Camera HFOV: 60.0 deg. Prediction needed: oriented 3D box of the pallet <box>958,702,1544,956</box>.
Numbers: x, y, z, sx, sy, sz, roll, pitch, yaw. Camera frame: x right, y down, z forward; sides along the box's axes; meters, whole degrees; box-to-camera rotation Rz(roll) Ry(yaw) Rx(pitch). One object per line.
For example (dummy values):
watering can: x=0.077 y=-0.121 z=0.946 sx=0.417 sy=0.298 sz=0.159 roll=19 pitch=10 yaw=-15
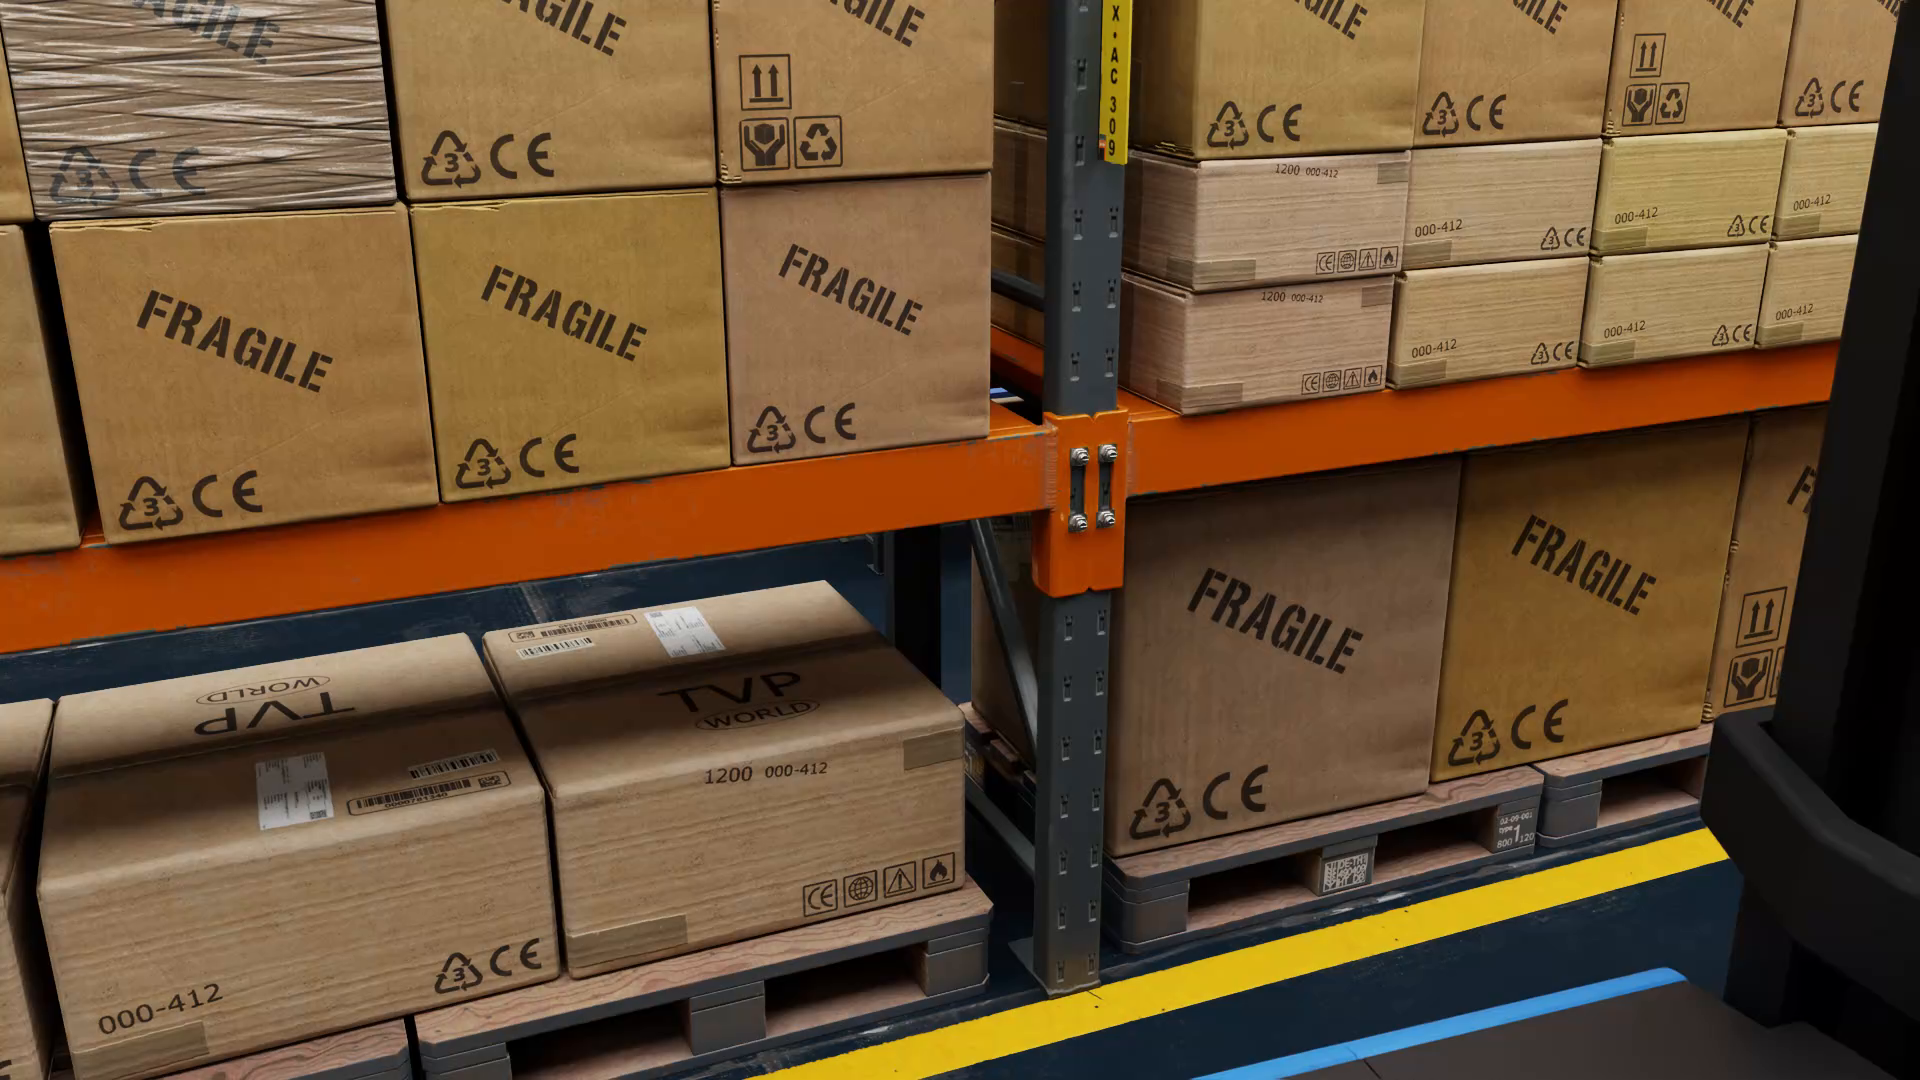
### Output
pallet: x=0.735 y=0.627 z=4.425 sx=1.213 sy=0.211 sz=1.003 roll=-8 pitch=21 yaw=-22

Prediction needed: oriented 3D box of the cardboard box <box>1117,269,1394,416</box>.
cardboard box: x=0.565 y=-0.471 z=3.569 sx=0.500 sy=0.250 sz=0.500 roll=-9 pitch=21 yaw=-23

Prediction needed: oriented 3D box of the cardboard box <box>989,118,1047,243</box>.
cardboard box: x=0.365 y=-0.861 z=3.925 sx=0.500 sy=0.250 sz=0.500 roll=-8 pitch=21 yaw=-22

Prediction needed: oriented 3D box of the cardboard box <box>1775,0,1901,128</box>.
cardboard box: x=1.964 y=-1.264 z=3.939 sx=0.500 sy=0.500 sz=0.500 roll=-9 pitch=21 yaw=-23

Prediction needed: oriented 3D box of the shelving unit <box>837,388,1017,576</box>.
shelving unit: x=0.078 y=-0.719 z=6.305 sx=1.048 sy=1.500 sz=0.538 roll=-8 pitch=21 yaw=-22

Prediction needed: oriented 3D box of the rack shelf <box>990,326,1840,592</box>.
rack shelf: x=1.893 y=-0.488 z=4.475 sx=4.000 sy=0.370 sz=1.077 roll=-8 pitch=21 yaw=-22

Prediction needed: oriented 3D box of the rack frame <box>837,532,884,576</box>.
rack frame: x=-0.388 y=-0.652 z=6.115 sx=0.032 sy=1.500 sz=0.500 roll=-8 pitch=21 yaw=-22

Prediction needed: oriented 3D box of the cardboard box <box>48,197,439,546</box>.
cardboard box: x=-1.194 y=-0.332 z=2.799 sx=0.500 sy=0.500 sz=0.500 roll=-8 pitch=21 yaw=-23

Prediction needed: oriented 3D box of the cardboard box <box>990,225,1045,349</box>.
cardboard box: x=0.368 y=-0.629 z=4.019 sx=0.500 sy=0.250 sz=0.500 roll=-9 pitch=21 yaw=-23

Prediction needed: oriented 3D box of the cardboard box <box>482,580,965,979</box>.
cardboard box: x=-0.563 y=0.496 z=3.822 sx=0.875 sy=0.438 sz=0.875 roll=-8 pitch=21 yaw=-23

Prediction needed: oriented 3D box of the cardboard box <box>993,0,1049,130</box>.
cardboard box: x=0.367 y=-1.218 z=3.810 sx=0.500 sy=0.500 sz=0.500 roll=-7 pitch=21 yaw=-20

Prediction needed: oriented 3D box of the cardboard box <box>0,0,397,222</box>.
cardboard box: x=-1.200 y=-0.803 z=2.629 sx=0.500 sy=0.500 sz=0.500 roll=-8 pitch=21 yaw=-21

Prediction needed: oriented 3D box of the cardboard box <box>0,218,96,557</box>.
cardboard box: x=-1.681 y=-0.268 z=2.617 sx=0.500 sy=0.500 sz=0.500 roll=-7 pitch=21 yaw=-20

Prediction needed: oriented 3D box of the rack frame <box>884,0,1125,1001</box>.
rack frame: x=0.056 y=-0.564 z=3.608 sx=0.127 sy=3.000 sz=1.000 roll=-8 pitch=21 yaw=-22

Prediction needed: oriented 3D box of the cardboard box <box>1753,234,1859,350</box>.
cardboard box: x=1.979 y=-0.665 z=4.120 sx=0.500 sy=0.250 sz=0.500 roll=-9 pitch=21 yaw=-23

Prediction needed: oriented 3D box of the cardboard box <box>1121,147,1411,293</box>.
cardboard box: x=0.572 y=-0.701 z=3.470 sx=0.500 sy=0.250 sz=0.500 roll=-9 pitch=21 yaw=-23

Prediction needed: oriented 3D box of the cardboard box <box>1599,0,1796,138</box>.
cardboard box: x=1.492 y=-1.194 z=3.740 sx=0.500 sy=0.500 sz=0.500 roll=-9 pitch=21 yaw=-23

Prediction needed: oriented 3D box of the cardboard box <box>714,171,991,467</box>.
cardboard box: x=-0.268 y=-0.472 z=3.197 sx=0.500 sy=0.500 sz=0.500 roll=-8 pitch=21 yaw=-21

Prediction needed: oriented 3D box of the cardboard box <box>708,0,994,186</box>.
cardboard box: x=-0.267 y=-0.937 z=3.010 sx=0.500 sy=0.500 sz=0.500 roll=-8 pitch=21 yaw=-22

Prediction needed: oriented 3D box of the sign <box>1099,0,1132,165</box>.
sign: x=0.278 y=-0.841 z=2.971 sx=0.005 sy=0.325 sz=0.100 roll=-8 pitch=21 yaw=-22

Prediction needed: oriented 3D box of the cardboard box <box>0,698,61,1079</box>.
cardboard box: x=-2.213 y=0.732 z=3.152 sx=0.875 sy=0.438 sz=0.875 roll=-8 pitch=21 yaw=-20

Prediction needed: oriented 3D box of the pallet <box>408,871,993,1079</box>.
pallet: x=-0.673 y=0.827 z=3.855 sx=1.213 sy=0.211 sz=1.003 roll=-8 pitch=21 yaw=-22

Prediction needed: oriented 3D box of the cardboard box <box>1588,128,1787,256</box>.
cardboard box: x=1.514 y=-0.837 z=3.855 sx=0.500 sy=0.250 sz=0.500 roll=-8 pitch=21 yaw=-21

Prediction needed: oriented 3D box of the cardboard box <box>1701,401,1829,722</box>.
cardboard box: x=2.241 y=-0.105 z=4.870 sx=0.875 sy=0.875 sz=0.875 roll=-8 pitch=21 yaw=-21

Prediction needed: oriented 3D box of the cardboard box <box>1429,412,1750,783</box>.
cardboard box: x=1.420 y=0.013 z=4.536 sx=0.875 sy=0.875 sz=0.875 roll=-8 pitch=21 yaw=-20

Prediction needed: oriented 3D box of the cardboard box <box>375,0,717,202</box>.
cardboard box: x=-0.737 y=-0.872 z=2.827 sx=0.500 sy=0.500 sz=0.500 roll=-8 pitch=21 yaw=-23

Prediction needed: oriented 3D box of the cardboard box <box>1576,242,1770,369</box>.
cardboard box: x=1.516 y=-0.602 z=3.941 sx=0.500 sy=0.250 sz=0.500 roll=-8 pitch=21 yaw=-22

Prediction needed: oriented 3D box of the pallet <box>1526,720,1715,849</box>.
pallet: x=1.857 y=0.465 z=4.884 sx=1.213 sy=0.211 sz=1.003 roll=-8 pitch=21 yaw=-22

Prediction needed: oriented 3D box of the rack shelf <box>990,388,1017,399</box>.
rack shelf: x=0.078 y=-0.549 z=6.365 sx=1.000 sy=0.185 sz=0.538 roll=-8 pitch=21 yaw=-22

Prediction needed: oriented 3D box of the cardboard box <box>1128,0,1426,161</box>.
cardboard box: x=0.574 y=-1.053 z=3.341 sx=0.500 sy=0.500 sz=0.500 roll=-8 pitch=21 yaw=-21

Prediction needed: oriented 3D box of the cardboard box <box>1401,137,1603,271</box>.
cardboard box: x=1.040 y=-0.778 z=3.689 sx=0.500 sy=0.250 sz=0.500 roll=-8 pitch=21 yaw=-21

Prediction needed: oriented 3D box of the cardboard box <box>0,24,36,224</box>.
cardboard box: x=-1.664 y=-0.739 z=2.449 sx=0.500 sy=0.500 sz=0.500 roll=-8 pitch=21 yaw=-22

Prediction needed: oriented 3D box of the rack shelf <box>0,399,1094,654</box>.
rack shelf: x=-1.780 y=0.038 z=2.980 sx=4.000 sy=0.370 sz=1.077 roll=-8 pitch=21 yaw=-22

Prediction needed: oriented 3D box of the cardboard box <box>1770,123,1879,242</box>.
cardboard box: x=1.977 y=-0.904 z=4.045 sx=0.500 sy=0.250 sz=0.500 roll=-9 pitch=21 yaw=-24

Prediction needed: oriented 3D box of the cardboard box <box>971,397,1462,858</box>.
cardboard box: x=0.594 y=0.134 z=4.192 sx=0.875 sy=0.875 sz=0.875 roll=-7 pitch=21 yaw=-20

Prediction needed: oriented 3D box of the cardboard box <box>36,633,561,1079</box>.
cardboard box: x=-1.384 y=0.614 z=3.487 sx=0.875 sy=0.438 sz=0.875 roll=-9 pitch=21 yaw=-24

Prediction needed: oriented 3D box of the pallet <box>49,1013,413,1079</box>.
pallet: x=-1.795 y=0.989 z=3.395 sx=1.213 sy=0.211 sz=1.003 roll=-8 pitch=21 yaw=-22

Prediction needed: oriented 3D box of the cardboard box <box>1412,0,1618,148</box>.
cardboard box: x=1.030 y=-1.129 z=3.555 sx=0.500 sy=0.500 sz=0.500 roll=-8 pitch=21 yaw=-22

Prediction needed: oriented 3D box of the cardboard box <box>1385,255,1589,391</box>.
cardboard box: x=1.040 y=-0.539 z=3.763 sx=0.500 sy=0.250 sz=0.500 roll=-9 pitch=21 yaw=-23

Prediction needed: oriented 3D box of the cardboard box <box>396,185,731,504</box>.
cardboard box: x=-0.738 y=-0.403 z=3.000 sx=0.500 sy=0.500 sz=0.500 roll=-9 pitch=21 yaw=-23
